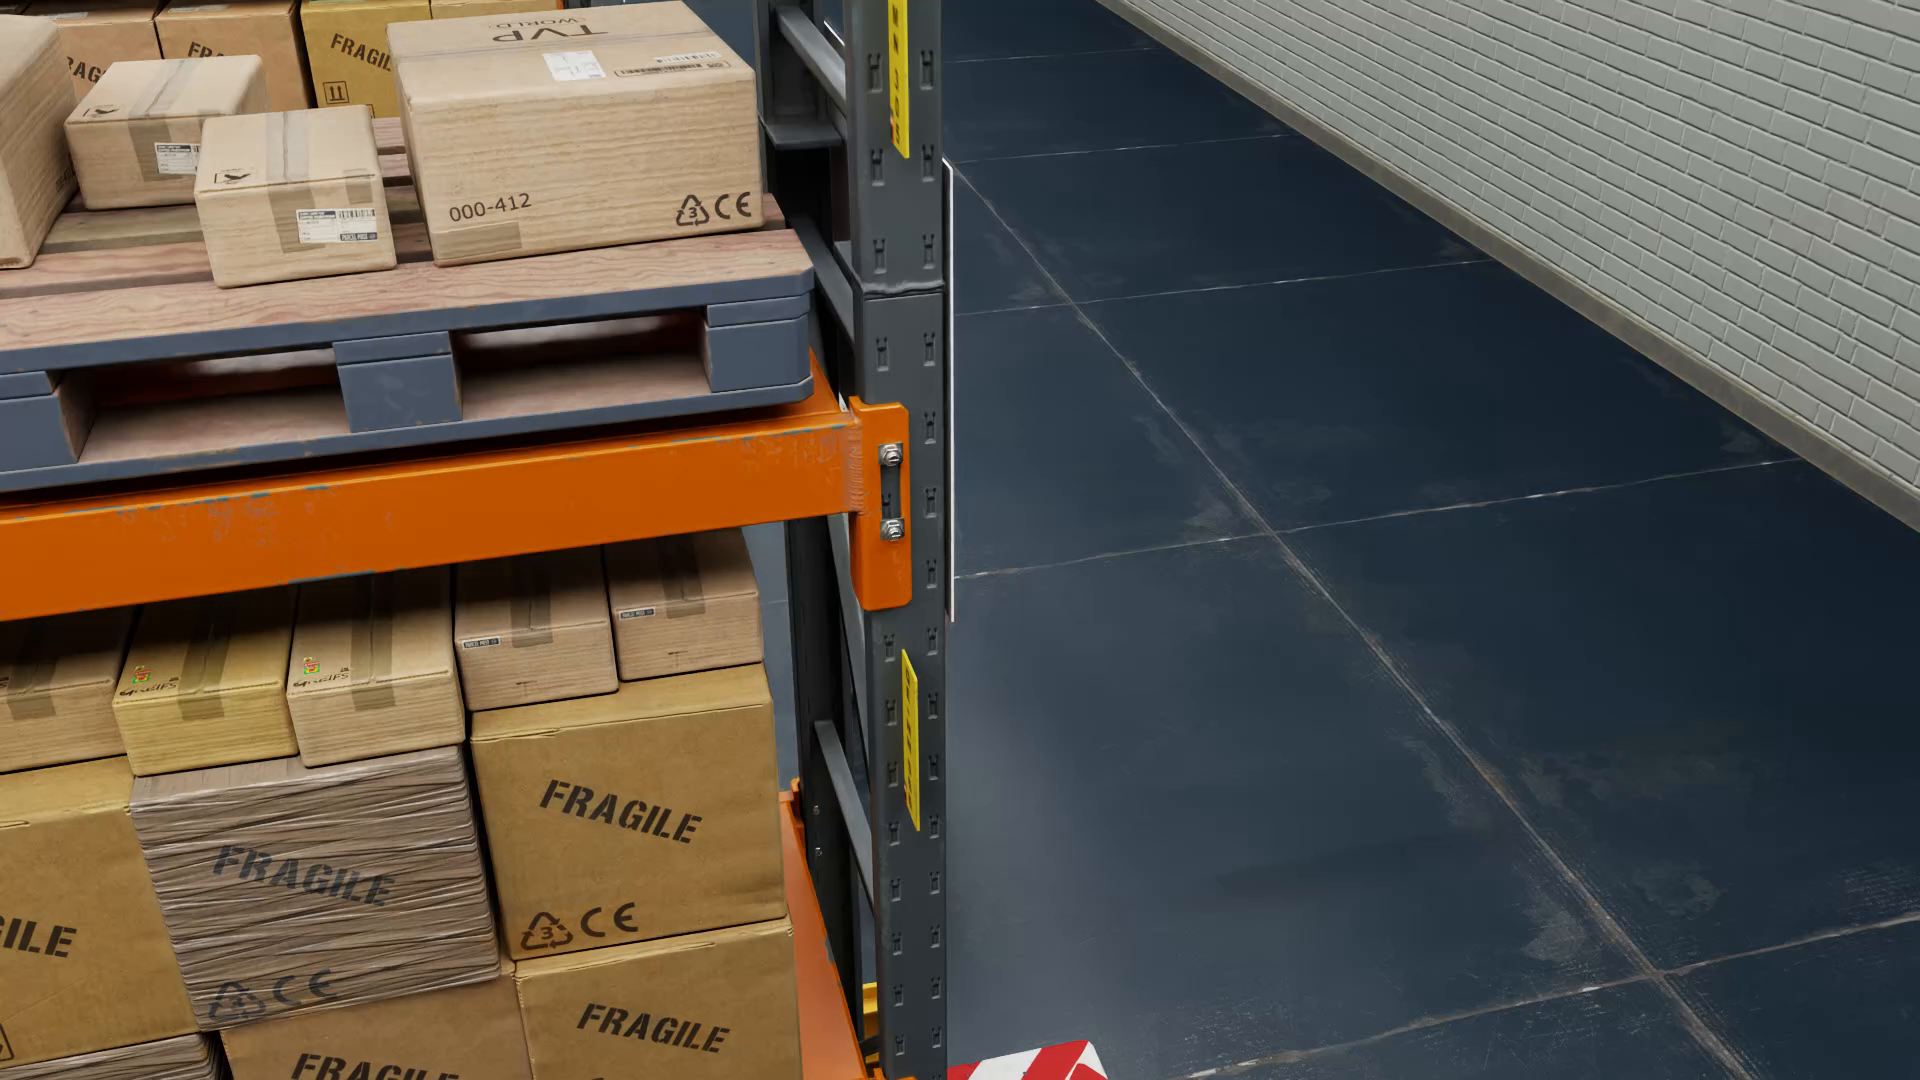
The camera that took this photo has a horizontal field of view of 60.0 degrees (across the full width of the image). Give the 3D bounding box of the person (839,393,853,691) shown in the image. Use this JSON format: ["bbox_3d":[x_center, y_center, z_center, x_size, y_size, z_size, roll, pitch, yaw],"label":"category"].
[{"bbox_3d":[-0.357,-0.200,6.414,0.604,1.759,0.512,-5,30,-8],"label":"person"}]
